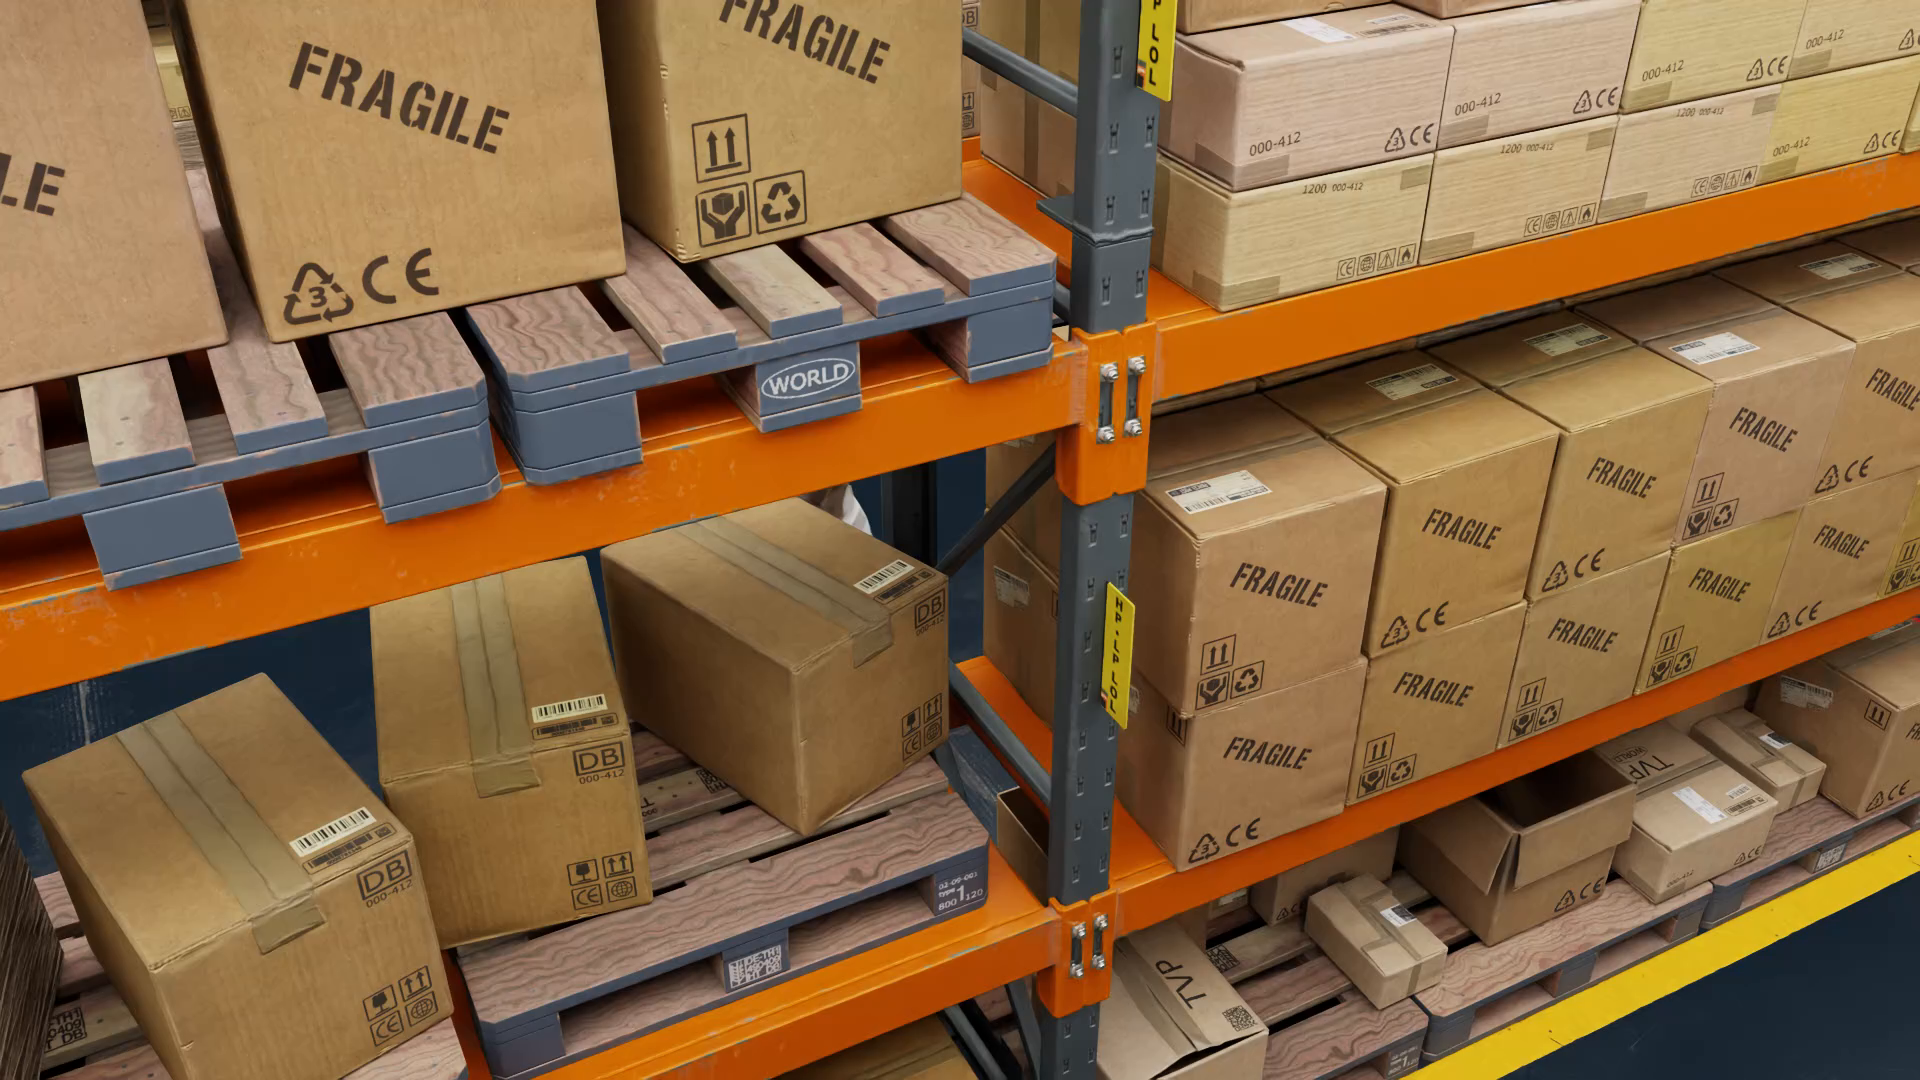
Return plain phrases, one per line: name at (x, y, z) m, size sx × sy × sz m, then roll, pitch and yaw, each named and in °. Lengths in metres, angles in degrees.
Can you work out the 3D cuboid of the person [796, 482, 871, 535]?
person at (-0.619, 0.061, 6.039) m, size 0.593 × 1.767 × 0.491 m, roll -17°, pitch 36°, yaw -24°
